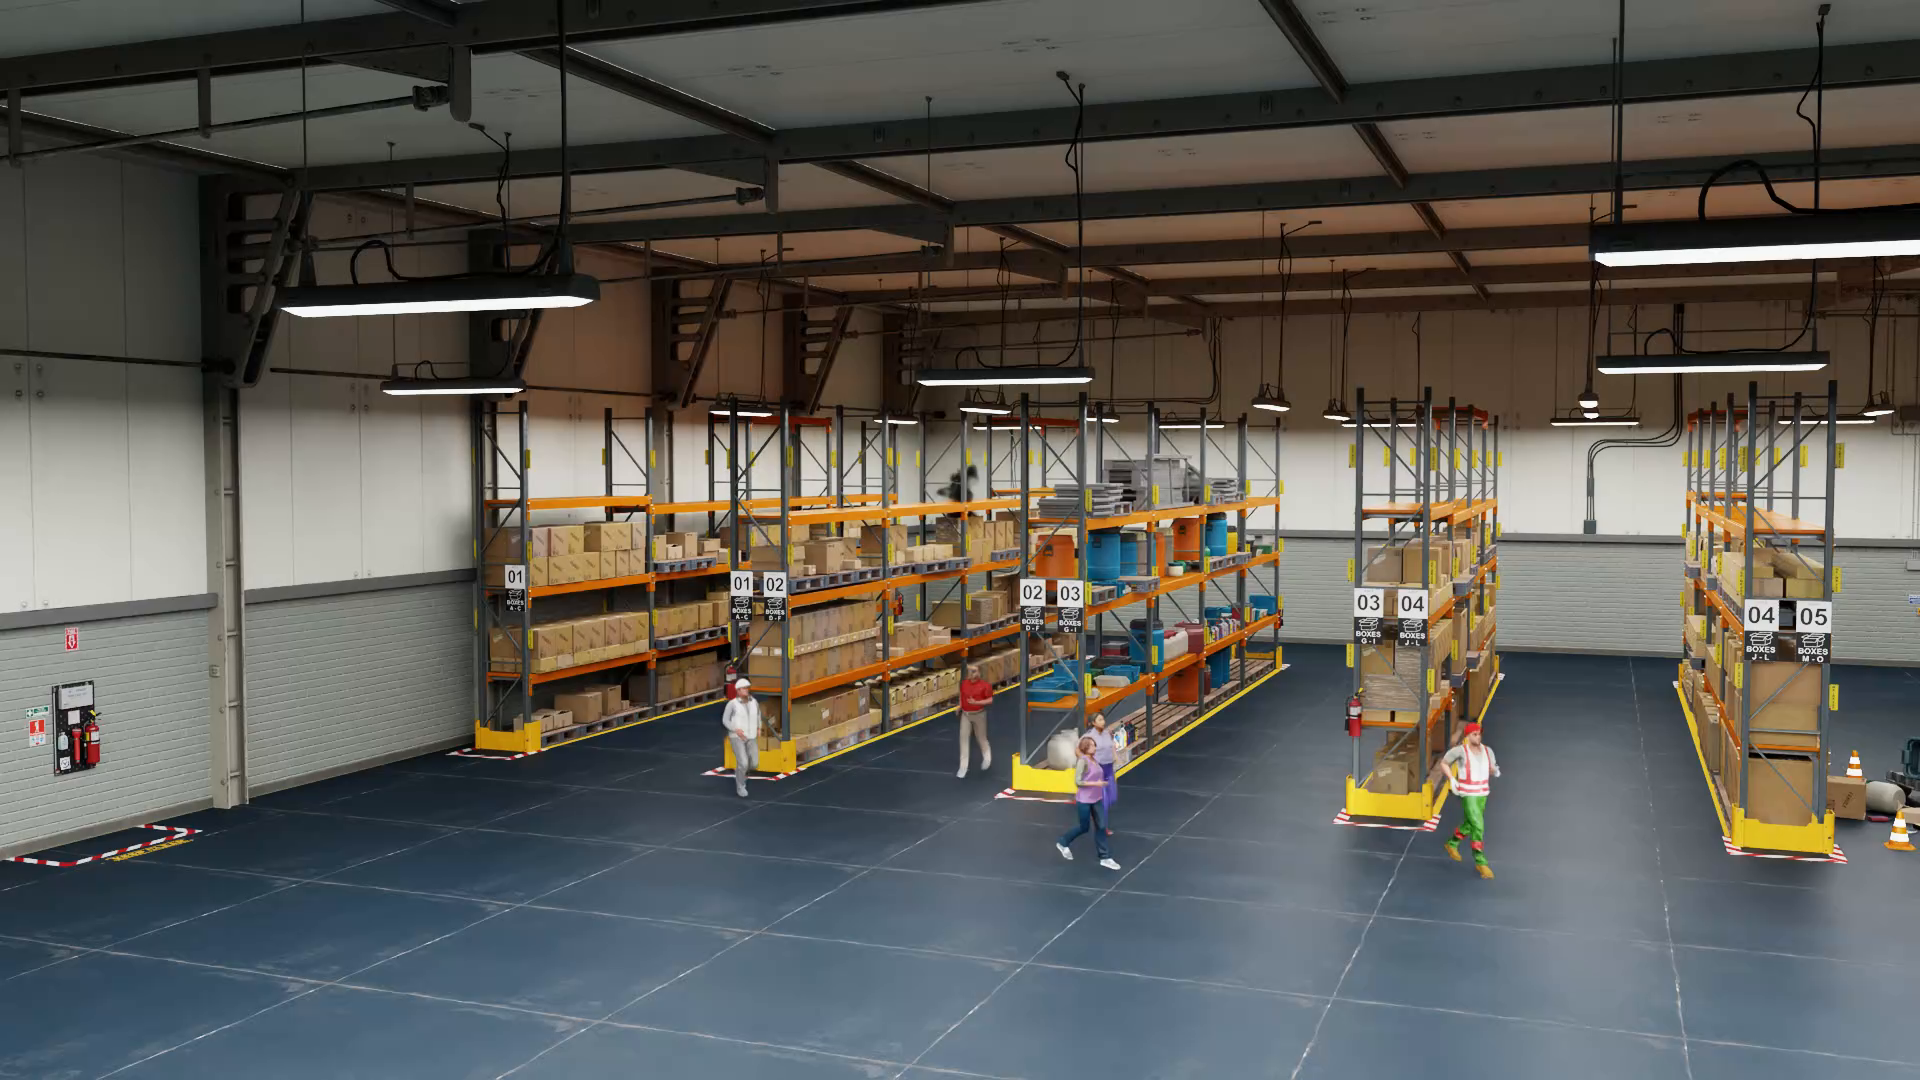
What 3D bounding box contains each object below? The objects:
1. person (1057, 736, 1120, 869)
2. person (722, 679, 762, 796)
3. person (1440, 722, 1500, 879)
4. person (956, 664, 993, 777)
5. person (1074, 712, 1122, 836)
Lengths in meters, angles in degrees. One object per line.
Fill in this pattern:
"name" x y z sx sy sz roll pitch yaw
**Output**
"person" 1.583 3.183 20.277 0.840 1.580 0.545 2 4 37
"person" -3.225 2.936 24.833 0.694 1.739 0.566 -2 3 -37
"person" 6.250 3.111 20.218 0.629 1.805 0.885 -1 3 -23
"person" 0.221 2.831 26.352 0.666 1.725 0.946 1 3 22
"person" 1.840 3.117 22.341 0.638 1.603 0.679 -2 3 -37
